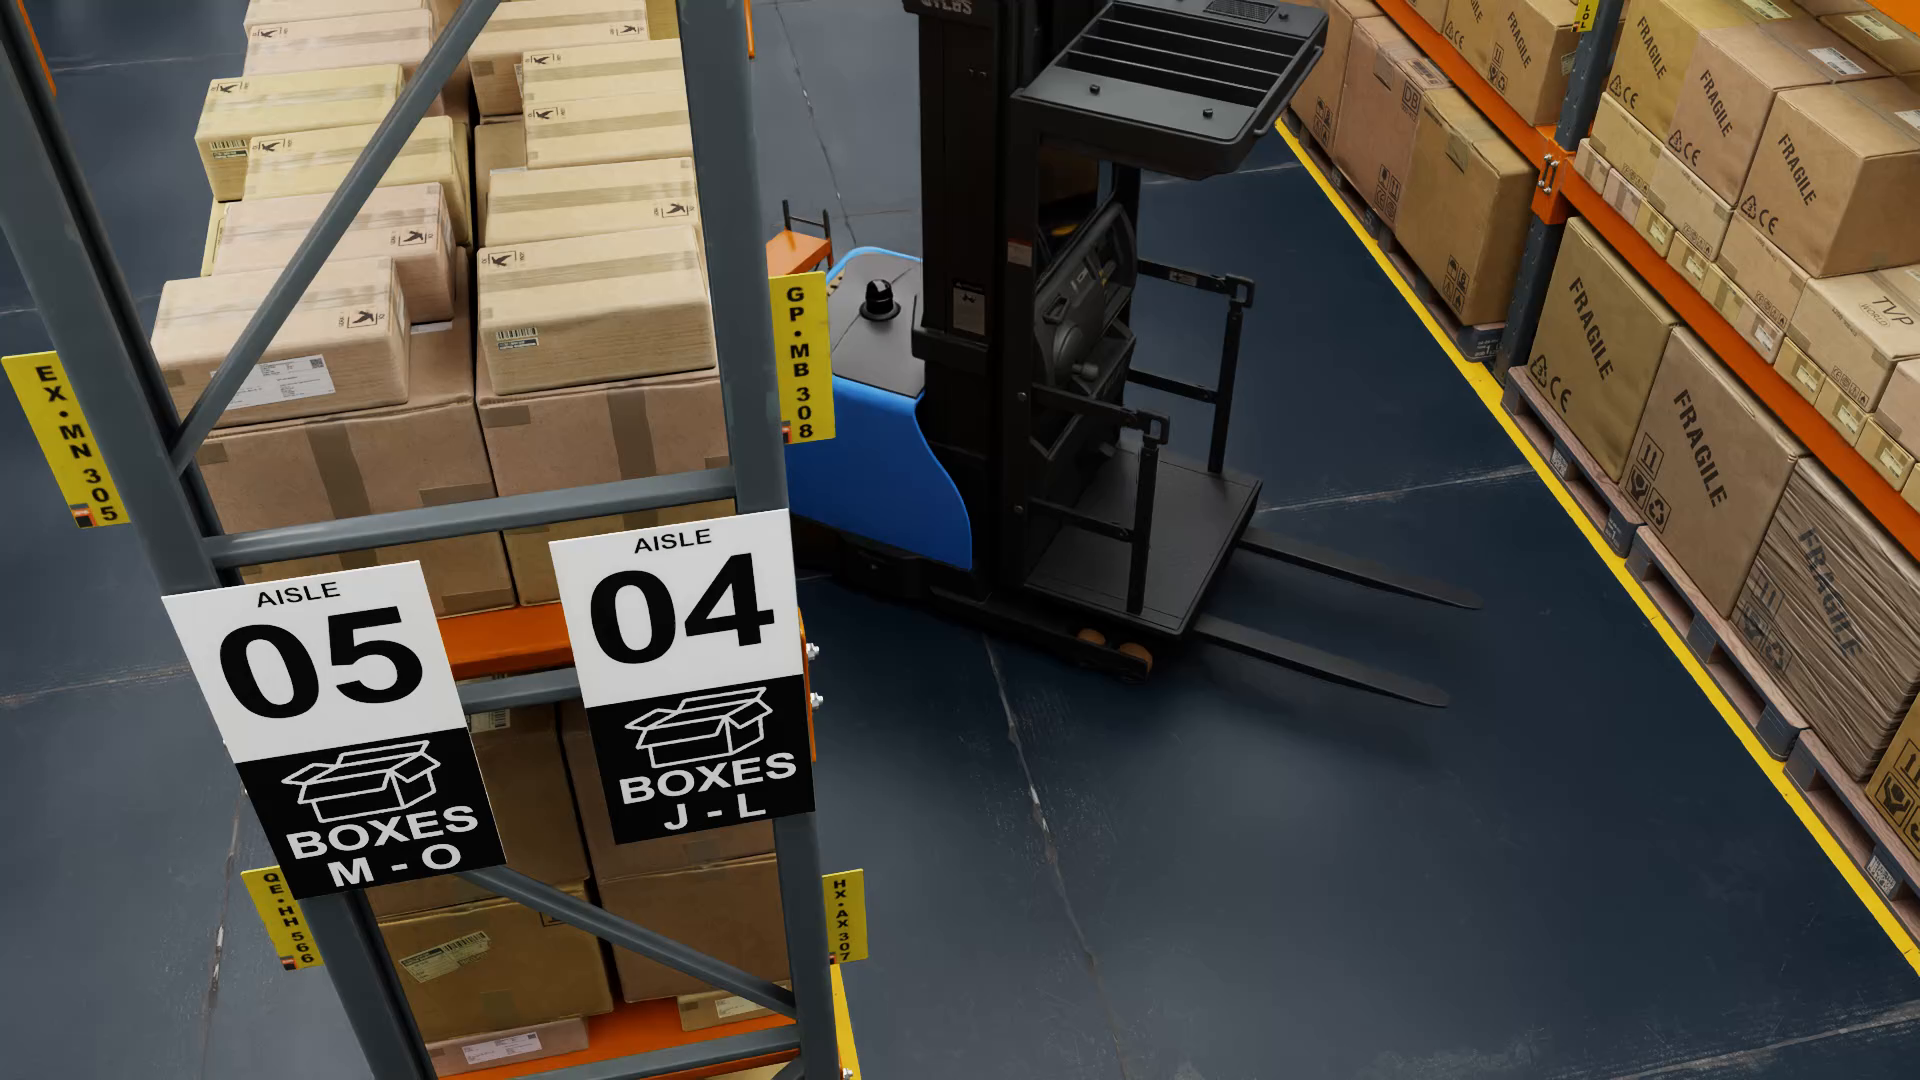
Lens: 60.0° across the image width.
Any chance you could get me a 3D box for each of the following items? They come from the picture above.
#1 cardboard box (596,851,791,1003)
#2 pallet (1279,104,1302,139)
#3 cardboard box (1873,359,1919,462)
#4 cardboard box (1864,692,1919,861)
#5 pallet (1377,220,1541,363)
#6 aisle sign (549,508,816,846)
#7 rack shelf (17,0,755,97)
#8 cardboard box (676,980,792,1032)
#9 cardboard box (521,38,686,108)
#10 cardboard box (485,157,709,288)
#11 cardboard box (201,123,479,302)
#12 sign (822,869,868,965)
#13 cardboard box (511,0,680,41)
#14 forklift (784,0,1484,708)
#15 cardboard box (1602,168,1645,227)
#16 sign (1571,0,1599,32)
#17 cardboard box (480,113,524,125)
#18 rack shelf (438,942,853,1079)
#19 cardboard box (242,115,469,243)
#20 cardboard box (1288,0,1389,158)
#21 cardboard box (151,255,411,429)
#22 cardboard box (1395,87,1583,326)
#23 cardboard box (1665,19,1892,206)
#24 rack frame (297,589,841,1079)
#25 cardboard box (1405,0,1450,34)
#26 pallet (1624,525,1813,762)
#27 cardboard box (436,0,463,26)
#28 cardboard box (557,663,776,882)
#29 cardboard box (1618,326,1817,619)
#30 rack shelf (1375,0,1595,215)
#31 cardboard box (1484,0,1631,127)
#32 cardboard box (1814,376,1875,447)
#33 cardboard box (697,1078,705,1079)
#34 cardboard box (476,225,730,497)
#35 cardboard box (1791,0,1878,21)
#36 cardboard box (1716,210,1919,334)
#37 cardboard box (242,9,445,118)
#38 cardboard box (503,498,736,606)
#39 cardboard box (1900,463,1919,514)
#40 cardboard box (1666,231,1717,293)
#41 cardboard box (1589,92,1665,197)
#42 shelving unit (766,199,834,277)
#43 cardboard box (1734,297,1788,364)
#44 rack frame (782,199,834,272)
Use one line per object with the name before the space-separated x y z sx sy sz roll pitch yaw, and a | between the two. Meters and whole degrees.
cardboard box | -0.615 0.760 4.117 0.500 0.500 0.500 -6 42 -7
pallet | 2.447 -3.027 10.783 1.003 0.211 1.213 -8 42 -9
cardboard box | 3.494 -0.396 5.608 0.500 0.250 0.500 -10 43 -11
cardboard box | 3.861 0.828 5.624 0.875 0.875 0.875 -8 42 -9
pallet | 2.973 -1.446 9.001 1.003 0.211 1.213 -8 42 -9
aisle sign | -0.479 0.271 3.009 0.394 0.787 0.004 -8 42 -9
rack shelf | -1.220 -2.031 3.585 1.077 0.370 4.000 -8 42 -9
cardboard box | -0.538 1.076 4.249 0.380 0.149 0.250 -9 42 -10
cardboard box | -0.712 -0.917 3.482 0.380 0.149 0.250 -8 42 -9
cardboard box | -0.673 -0.573 3.095 0.380 0.149 0.250 -7 42 -8
cardboard box | -1.247 -0.607 3.433 0.500 0.250 0.500 -9 42 -10
sign | -0.258 0.837 3.677 0.100 0.325 0.005 -8 42 -9
cardboard box | -0.835 -1.254 3.861 0.380 0.149 0.250 -7 42 -8
forklift | 0.672 -0.912 6.351 3.031 2.935 1.130 18 45 19
cardboard box | 3.009 -1.496 7.146 0.380 0.149 0.250 -10 43 -11
sign | 2.686 -2.319 7.072 0.100 0.325 0.005 -8 42 -9
cardboard box | -0.840 -1.003 3.879 0.500 0.250 0.500 -8 42 -9
rack shelf | -1.220 0.211 5.576 1.077 0.370 4.000 -8 42 -9
cardboard box | -1.160 -0.676 3.211 0.380 0.149 0.250 -10 42 -11
cardboard box | 2.664 -2.925 9.852 1.225 0.875 0.875 -8 42 -9
cardboard box | -1.147 -0.336 2.828 0.380 0.149 0.250 -9 42 -10
cardboard box | 3.056 -1.774 8.554 1.225 0.875 0.875 -8 42 -9
cardboard box | 3.166 -1.667 6.475 0.500 0.500 0.500 -8 42 -9
rack frame | -0.788 1.239 3.877 1.000 3.000 0.127 -8 42 -9
cardboard box | 2.626 -2.960 8.532 0.500 0.500 0.500 -9 42 -10
pallet | 3.568 0.340 6.990 1.003 0.211 1.213 -8 42 -9
cardboard box | -1.453 -1.268 4.178 0.500 0.250 0.500 -10 43 -11
cardboard box | -0.626 0.387 3.783 0.500 0.500 0.500 -9 42 -10
cardboard box | 3.472 -0.339 6.938 0.875 0.875 0.875 -8 42 -9
rack shelf | 2.782 -3.027 9.224 1.077 0.370 4.000 -8 42 -9
cardboard box | 2.846 -2.301 7.789 0.500 0.500 0.500 -8 42 -9
cardboard box | 3.349 -0.487 6.010 0.380 0.149 0.250 -8 42 -8
cardboard box | -0.650 1.660 5.009 0.380 0.149 0.250 -7 42 -7
cardboard box | -0.631 -0.342 3.134 0.500 0.250 0.500 -8 42 -9
cardboard box | 3.574 -2.075 6.934 0.500 0.500 0.500 -7 42 -8
cardboard box | 3.279 -1.054 6.349 0.500 0.250 0.500 -7 42 -8
cardboard box | -1.319 -1.005 3.581 0.380 0.149 0.250 -9 42 -10
cardboard box | -0.635 -0.154 3.300 0.500 0.250 0.500 -7 42 -8
cardboard box | 3.457 -0.158 5.639 0.380 0.149 0.250 -9 42 -10
cardboard box | 3.125 -1.155 6.762 0.380 0.149 0.250 -9 42 -10
cardboard box | 3.059 -1.712 7.090 0.500 0.250 0.500 -9 42 -10
shelving unit | -0.782 -0.890 7.619 0.258 1.200 0.503 19 45 25
cardboard box | 3.233 -0.826 6.392 0.380 0.149 0.250 -8 42 -9
rack frame | -0.659 -1.029 7.776 0.240 1.200 0.015 19 45 25
